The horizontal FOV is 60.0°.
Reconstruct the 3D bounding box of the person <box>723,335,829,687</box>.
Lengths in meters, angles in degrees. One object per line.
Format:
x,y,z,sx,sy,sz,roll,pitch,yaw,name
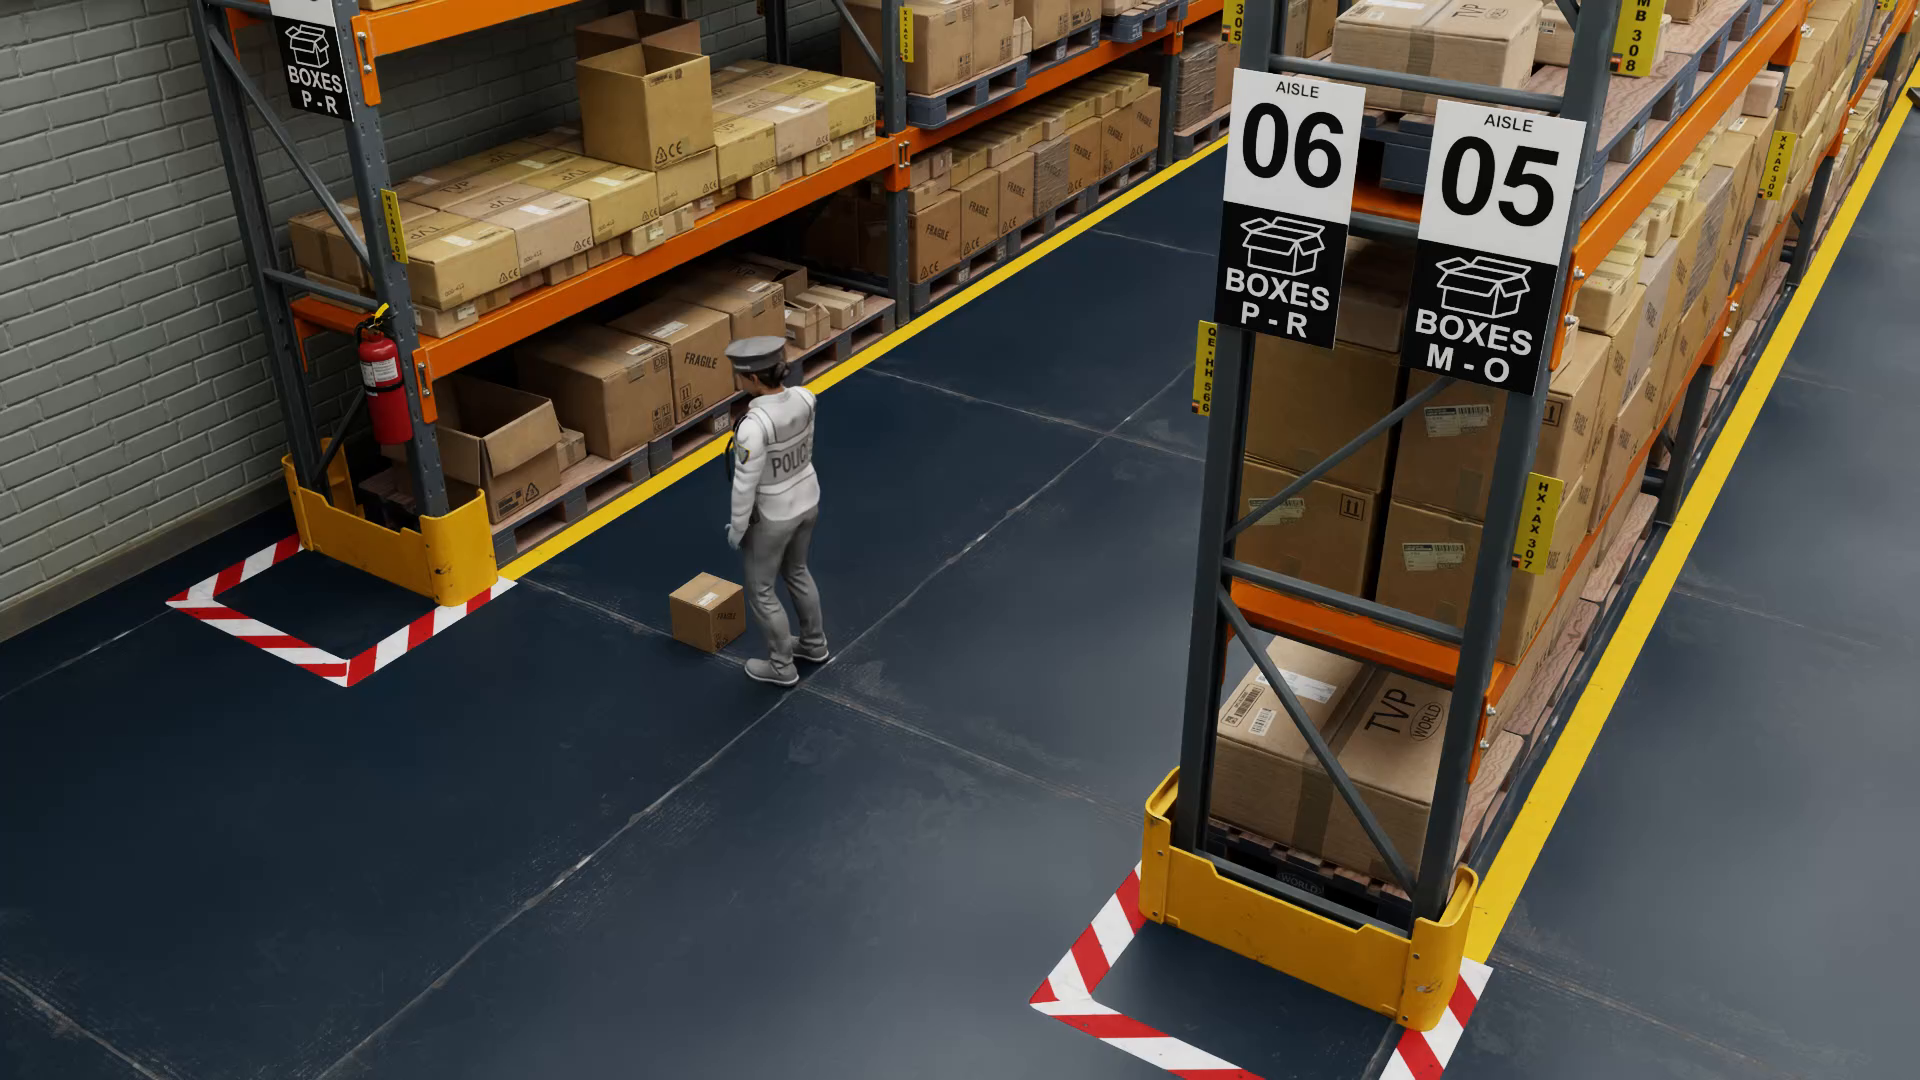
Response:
-0.817,-0.111,7.332,0.338,1.659,0.476,19,35,28,person
